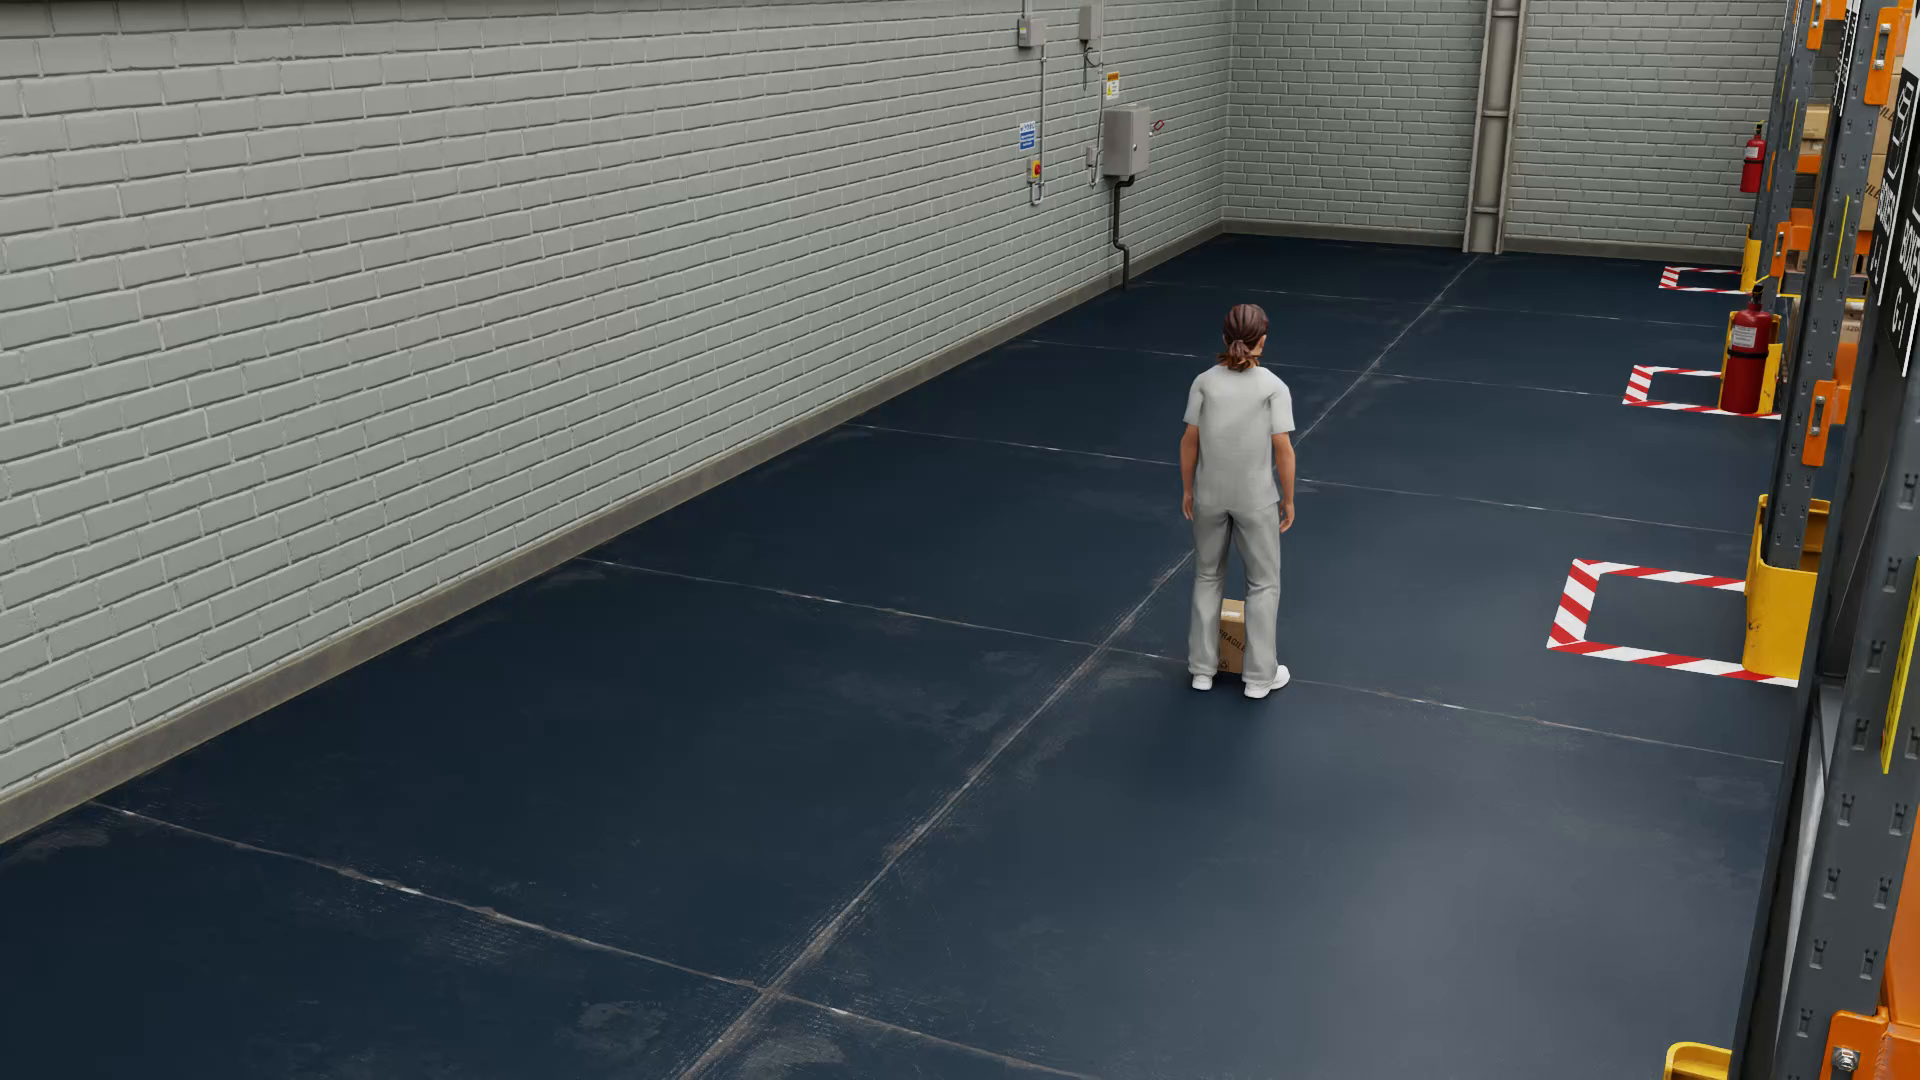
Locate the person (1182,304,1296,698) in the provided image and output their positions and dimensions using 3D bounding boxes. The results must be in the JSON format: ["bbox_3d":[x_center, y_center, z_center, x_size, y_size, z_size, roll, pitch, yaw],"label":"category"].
[{"bbox_3d":[1.173,-0.160,7.028,0.486,1.673,0.358,9,21,23],"label":"person"}]
